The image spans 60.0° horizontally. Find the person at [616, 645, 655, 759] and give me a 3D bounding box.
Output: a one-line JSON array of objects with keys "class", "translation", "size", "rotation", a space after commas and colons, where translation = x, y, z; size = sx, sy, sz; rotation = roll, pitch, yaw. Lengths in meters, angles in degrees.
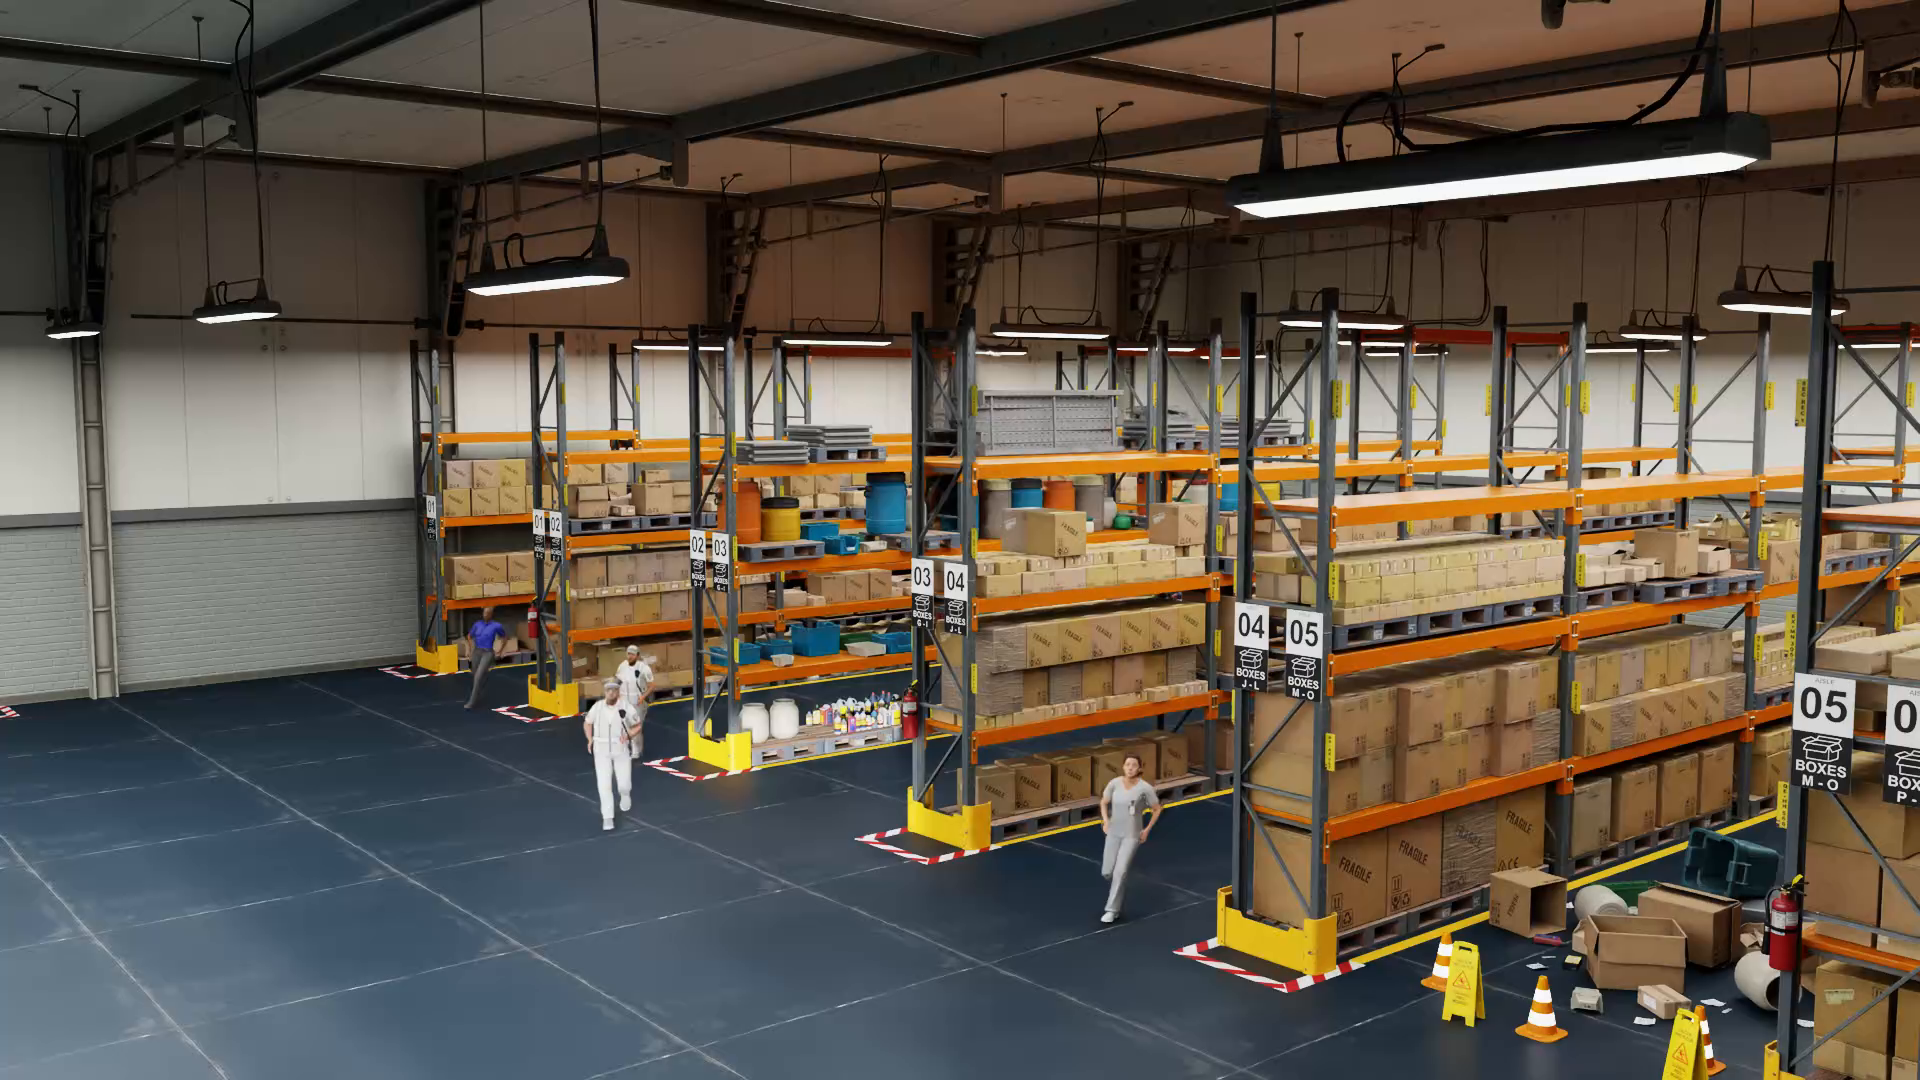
[{"class": "person", "translation": [-4.515, 2.243, 22.988], "size": [0.606, 1.612, 0.526], "rotation": [1, 5, 11]}]

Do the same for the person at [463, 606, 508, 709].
[{"class": "person", "translation": [-7.673, 1.869, 26.872], "size": [0.649, 1.613, 0.886], "rotation": [1, 5, 7]}]

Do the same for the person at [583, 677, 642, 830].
[{"class": "person", "translation": [-4.104, 2.480, 19.622], "size": [0.685, 1.747, 0.771], "rotation": [-1, 5, -7]}]

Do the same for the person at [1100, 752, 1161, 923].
[{"class": "person", "translation": [1.658, 2.860, 16.189], "size": [0.605, 1.630, 0.697], "rotation": [2, 6, 19]}]
